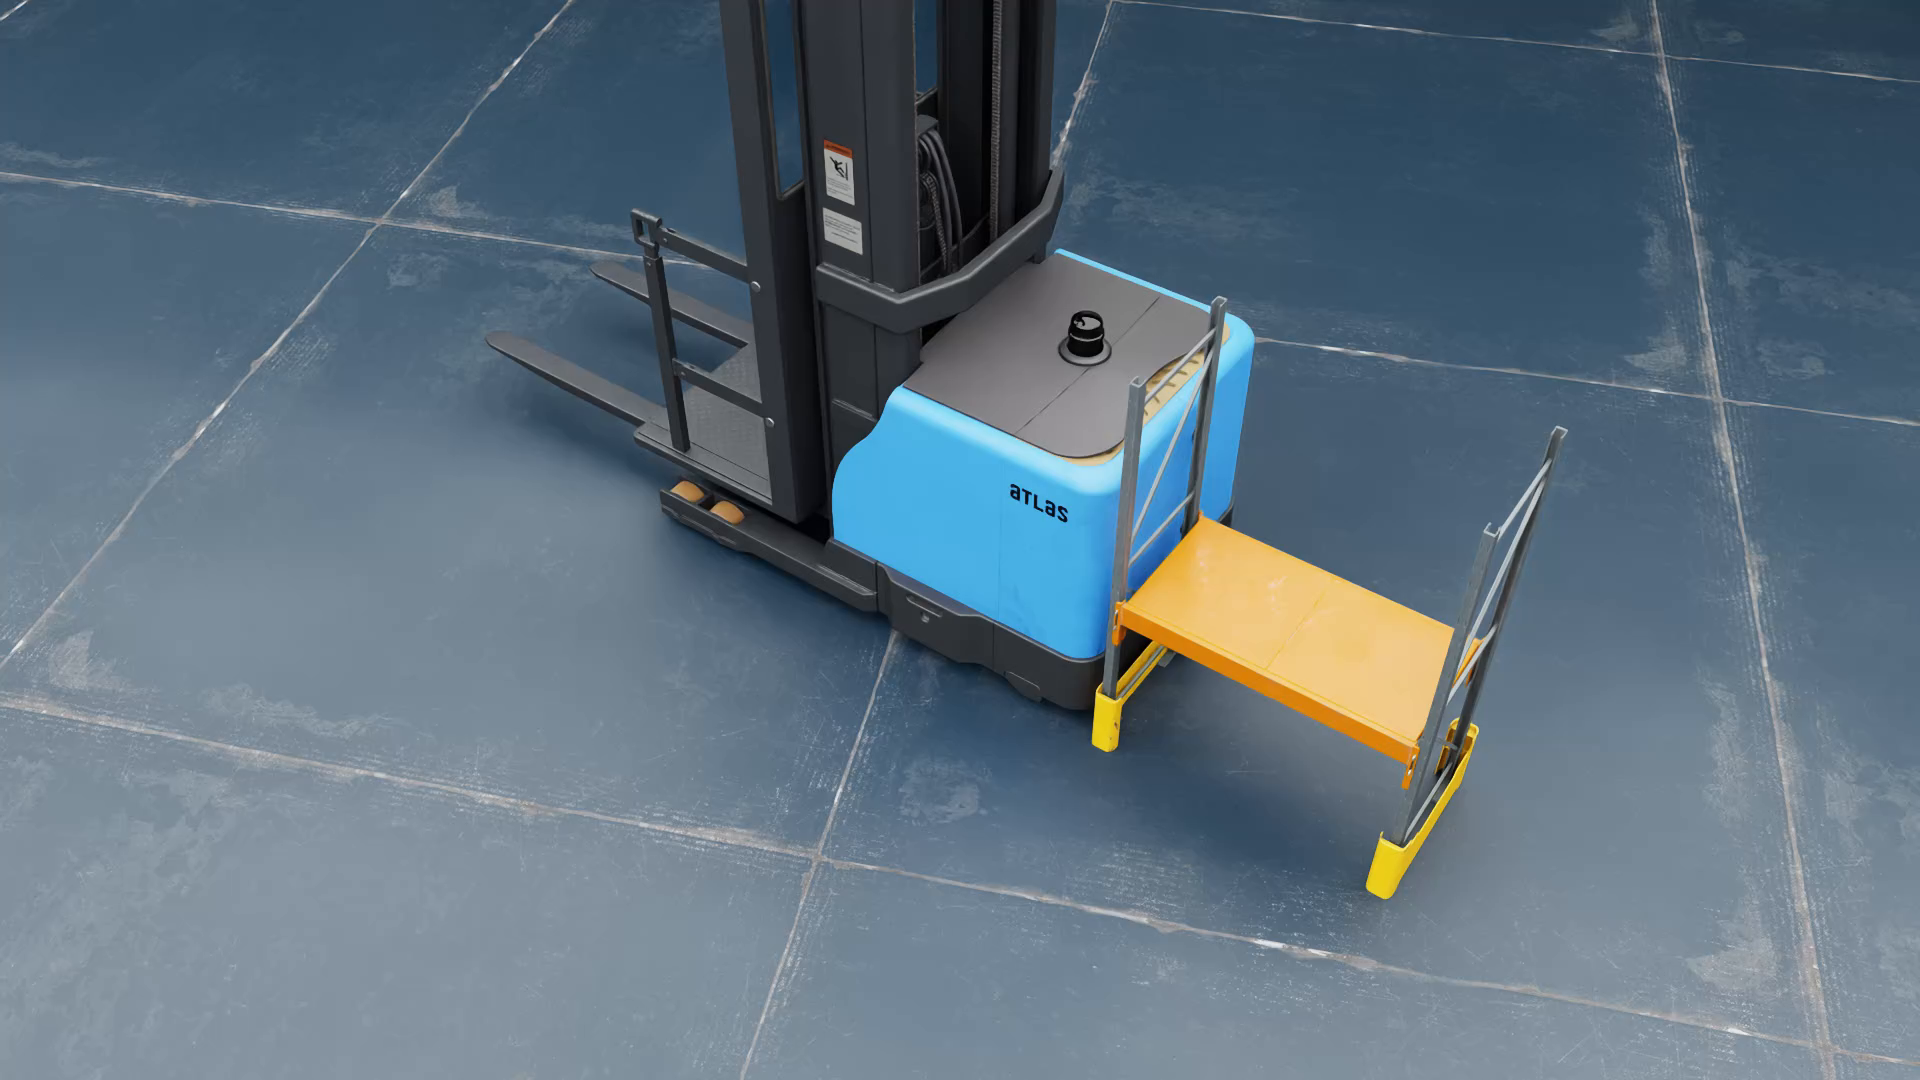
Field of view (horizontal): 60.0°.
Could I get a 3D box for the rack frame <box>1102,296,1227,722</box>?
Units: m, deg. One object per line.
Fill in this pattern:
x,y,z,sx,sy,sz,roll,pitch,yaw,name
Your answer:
0.618,-0.021,5.191,0.032,1.500,0.500,26,50,25,rack frame

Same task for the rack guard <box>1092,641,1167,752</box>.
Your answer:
0.634,0.437,5.616,0.087,0.250,0.587,26,50,25,rack guard

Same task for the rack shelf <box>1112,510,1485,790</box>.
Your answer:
1.033,0.312,5.104,1.000,0.185,0.538,26,50,25,rack shelf

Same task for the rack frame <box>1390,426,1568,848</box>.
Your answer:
1.449,0.385,4.768,0.032,1.500,0.500,26,50,25,rack frame

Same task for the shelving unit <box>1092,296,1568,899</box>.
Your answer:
1.041,0.186,4.976,1.083,1.500,0.587,26,50,25,shelving unit

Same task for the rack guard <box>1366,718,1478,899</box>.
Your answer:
1.448,0.835,5.202,0.087,0.250,0.587,26,50,25,rack guard

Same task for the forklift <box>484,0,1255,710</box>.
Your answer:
-0.516,-1.308,5.495,3.031,2.935,1.130,26,50,24,forklift
